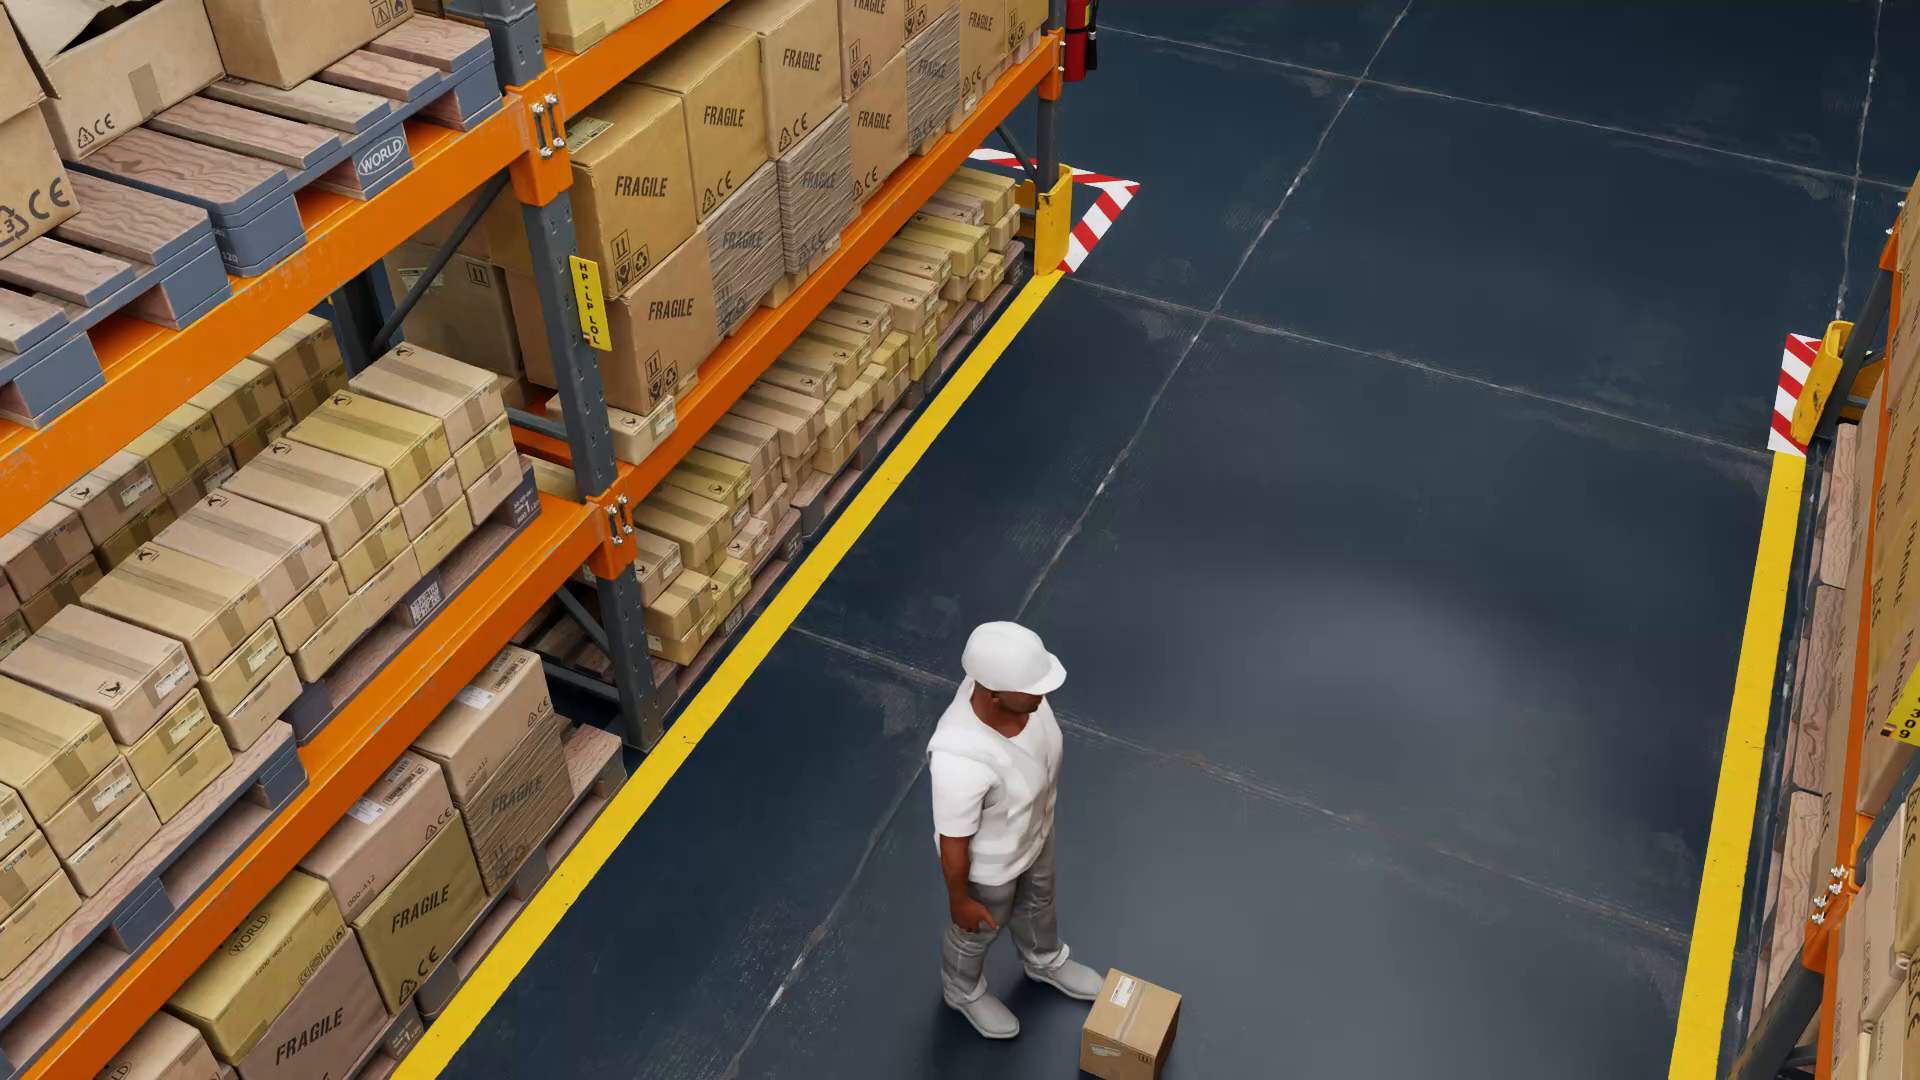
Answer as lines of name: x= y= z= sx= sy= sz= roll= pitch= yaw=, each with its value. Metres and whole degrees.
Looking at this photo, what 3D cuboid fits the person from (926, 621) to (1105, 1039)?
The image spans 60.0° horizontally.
person: x=0.193 y=0.931 z=5.089 sx=0.537 sy=1.770 sz=0.602 roll=17 pitch=45 yaw=19
